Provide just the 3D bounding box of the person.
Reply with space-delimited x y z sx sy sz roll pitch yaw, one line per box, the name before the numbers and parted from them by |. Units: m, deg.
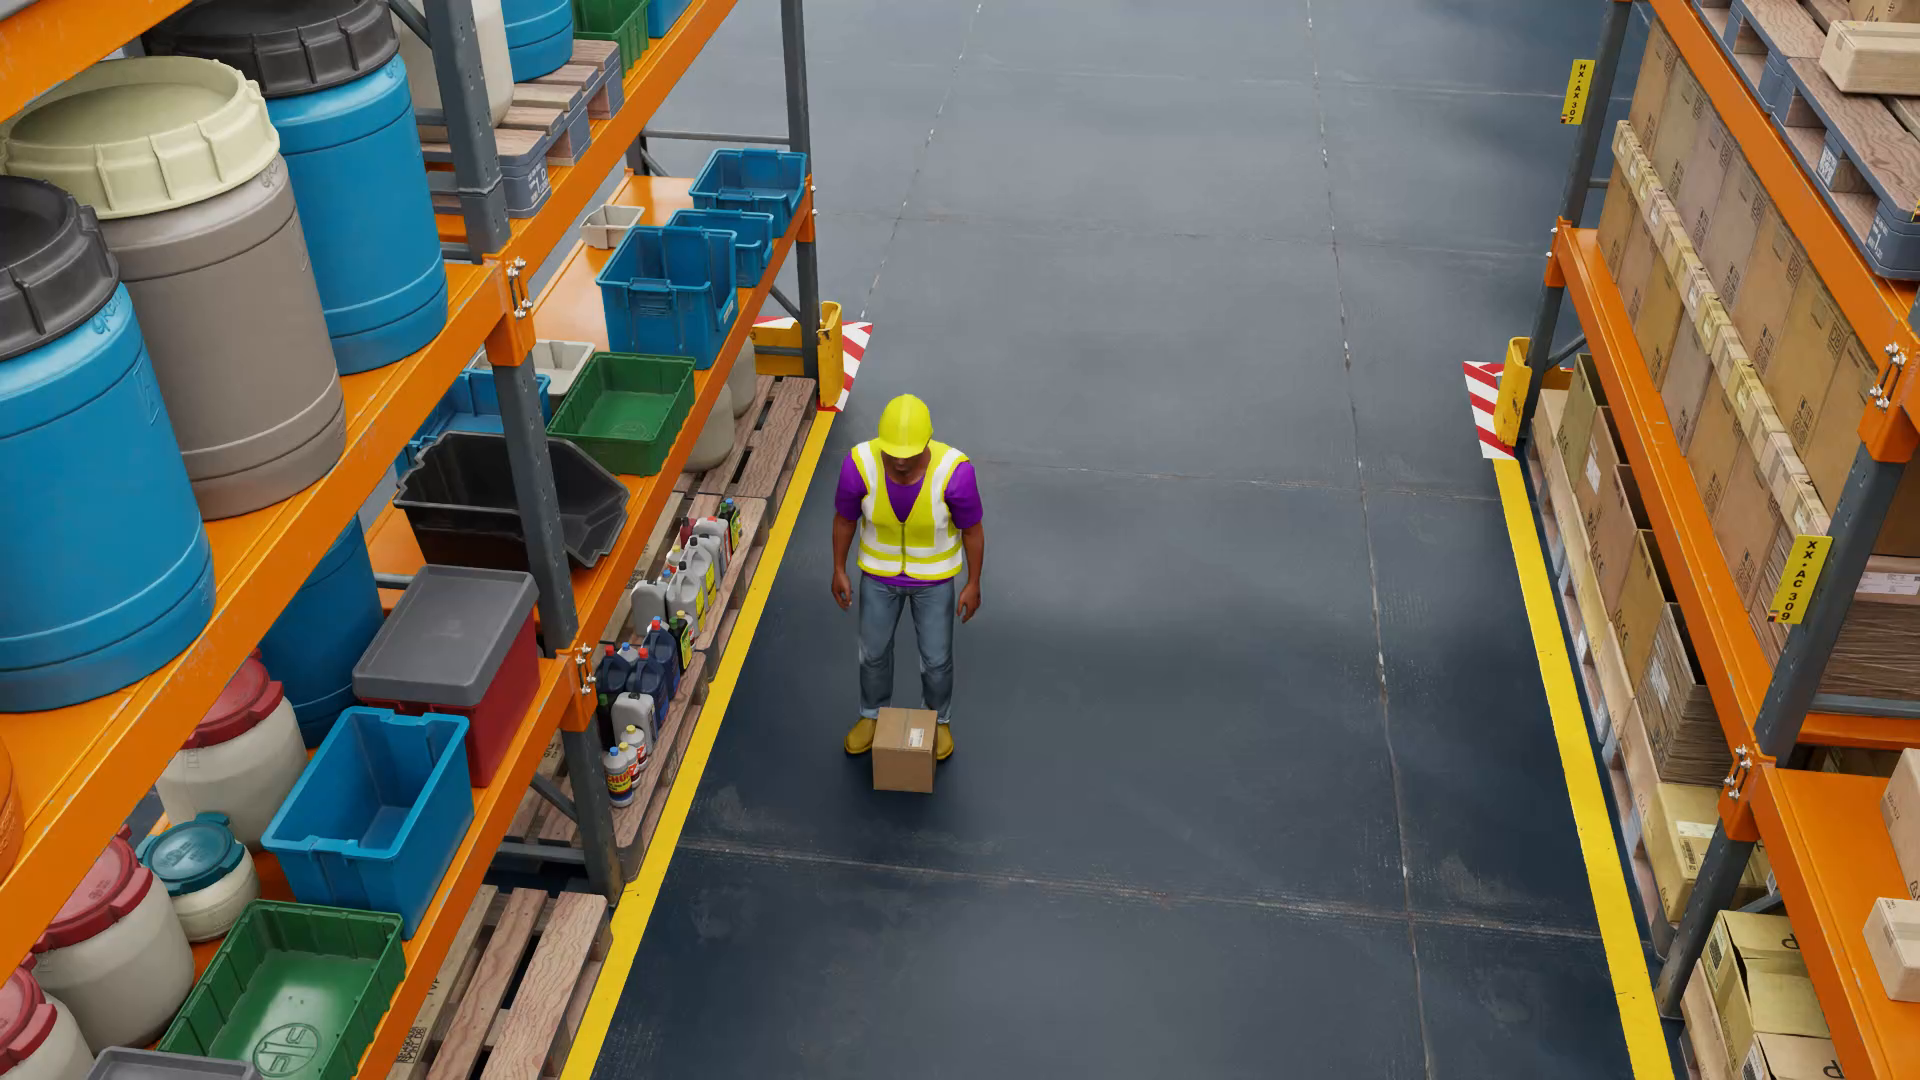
person | -0.218 0.149 6.818 0.628 1.761 0.456 5 36 7
